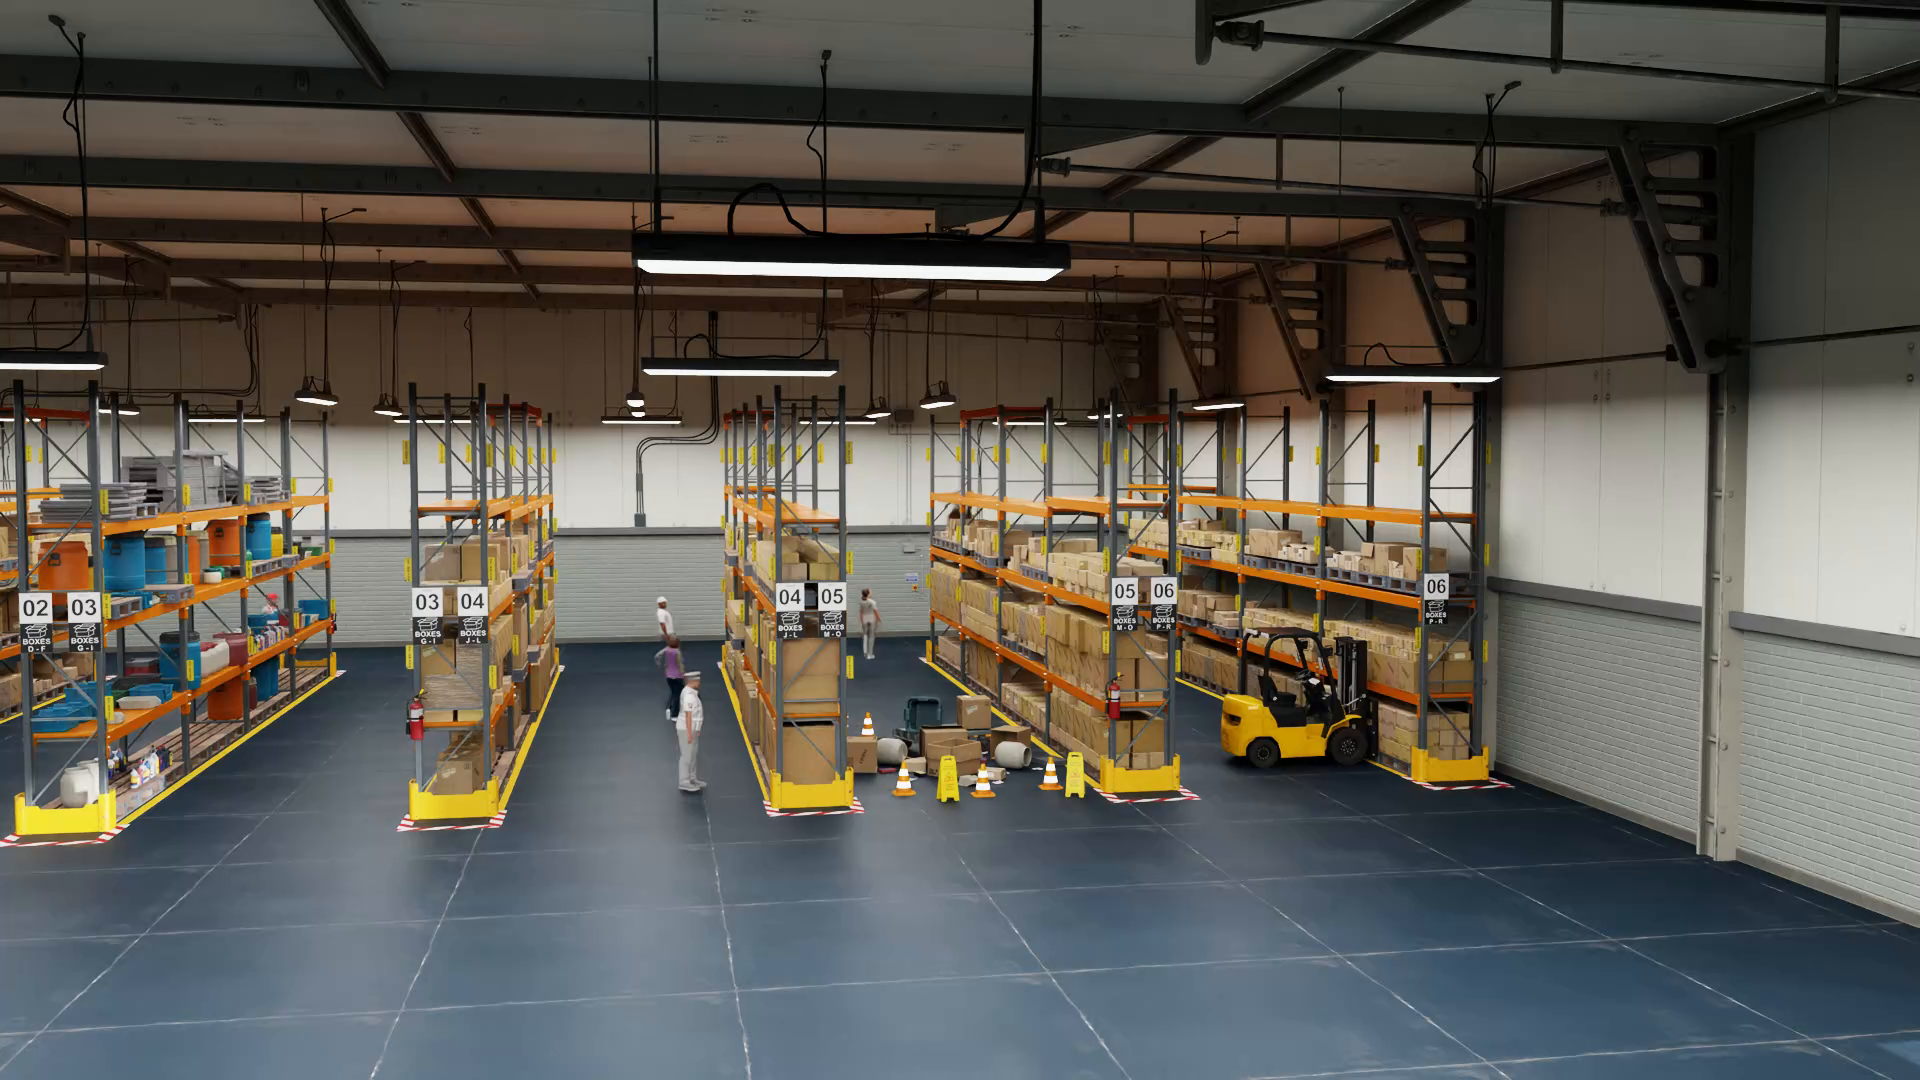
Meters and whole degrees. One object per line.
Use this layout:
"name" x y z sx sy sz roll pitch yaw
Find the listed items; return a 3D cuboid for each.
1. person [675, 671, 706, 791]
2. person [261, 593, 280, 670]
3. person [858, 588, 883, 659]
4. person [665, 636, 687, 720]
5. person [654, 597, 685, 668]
"person" -4.047 2.861 24.976 0.453 1.765 0.561 0 3 -8
"person" -16.005 2.133 38.738 0.385 1.796 0.568 2 4 39
"person" -2.102 1.959 38.785 0.537 1.696 0.535 1 3 11
"person" -5.353 2.602 31.322 0.438 1.594 0.390 1 3 23
"person" -6.789 2.180 38.935 0.711 1.719 0.591 -1 3 -21
